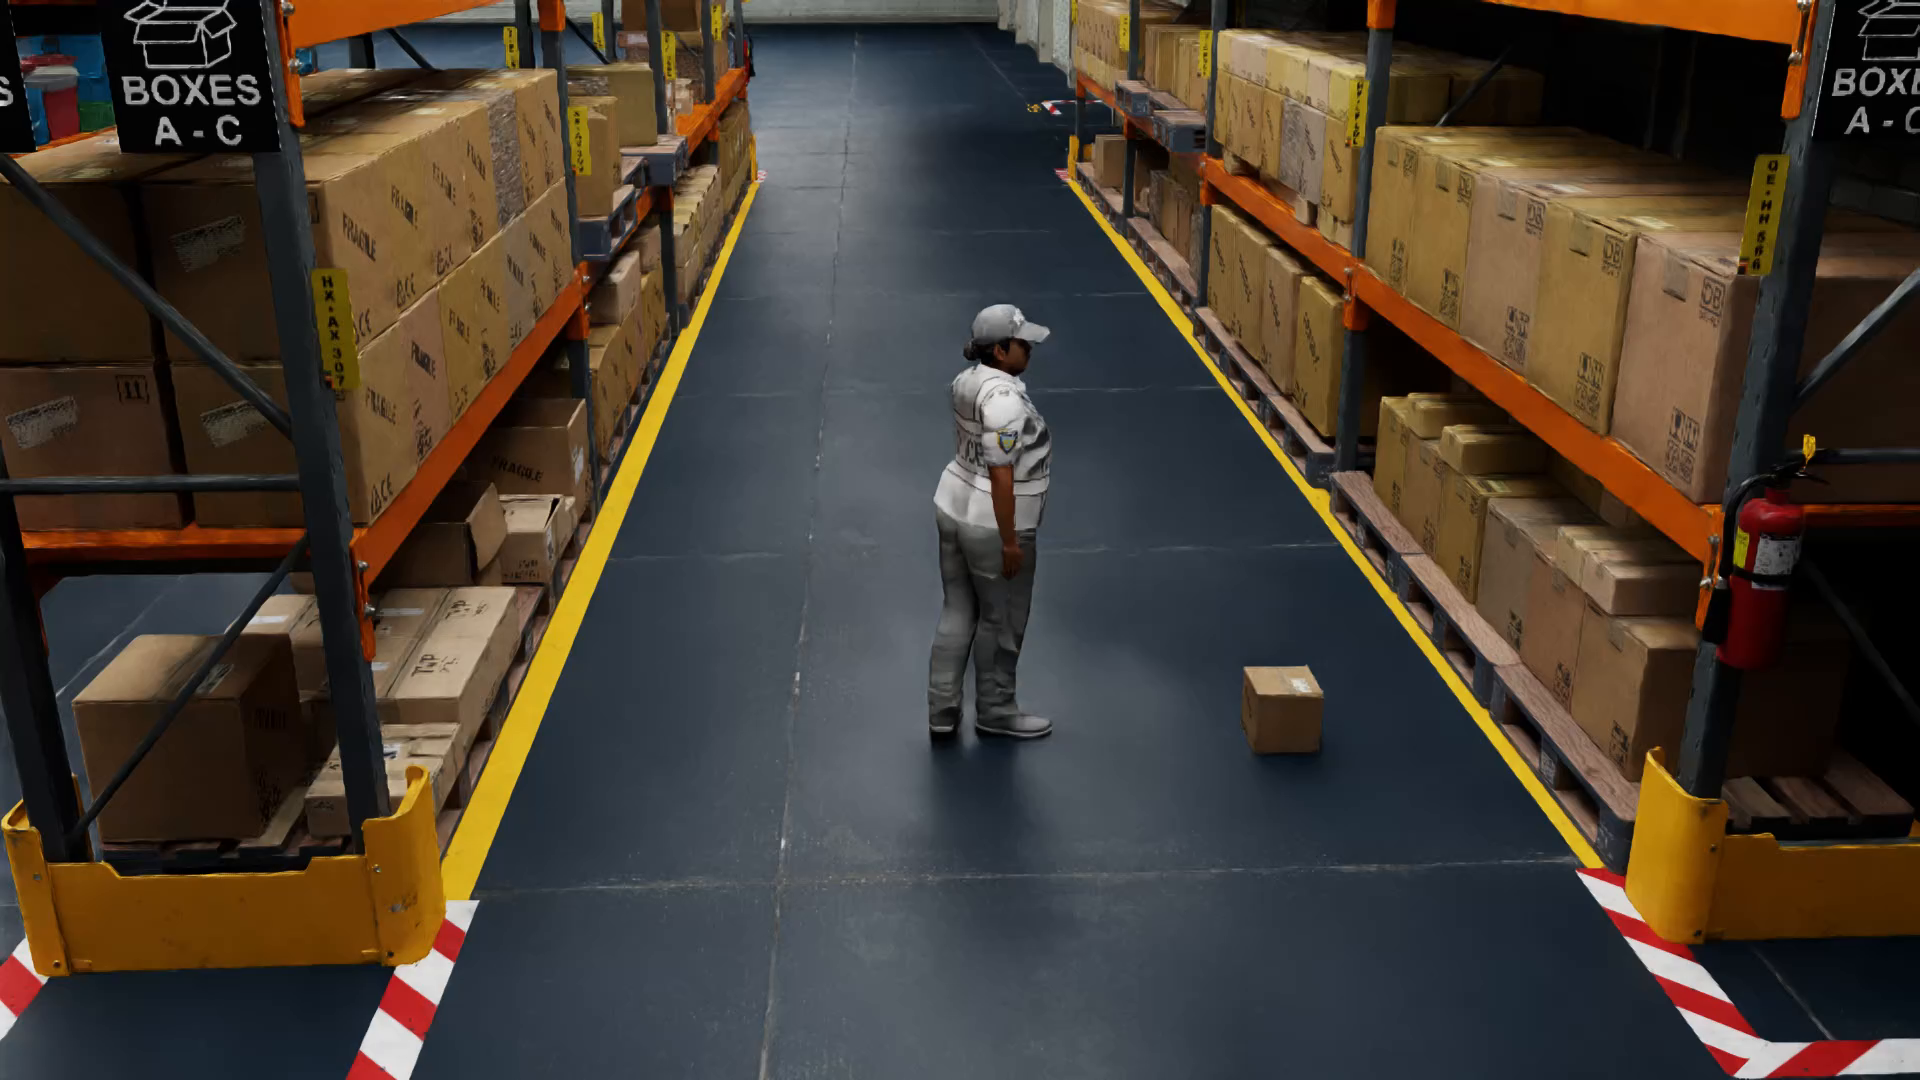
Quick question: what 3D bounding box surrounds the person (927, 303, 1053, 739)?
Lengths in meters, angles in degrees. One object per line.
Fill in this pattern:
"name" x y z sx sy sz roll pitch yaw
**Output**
"person" 0.096 -0.052 6.210 0.502 1.671 0.481 -10 23 -25
